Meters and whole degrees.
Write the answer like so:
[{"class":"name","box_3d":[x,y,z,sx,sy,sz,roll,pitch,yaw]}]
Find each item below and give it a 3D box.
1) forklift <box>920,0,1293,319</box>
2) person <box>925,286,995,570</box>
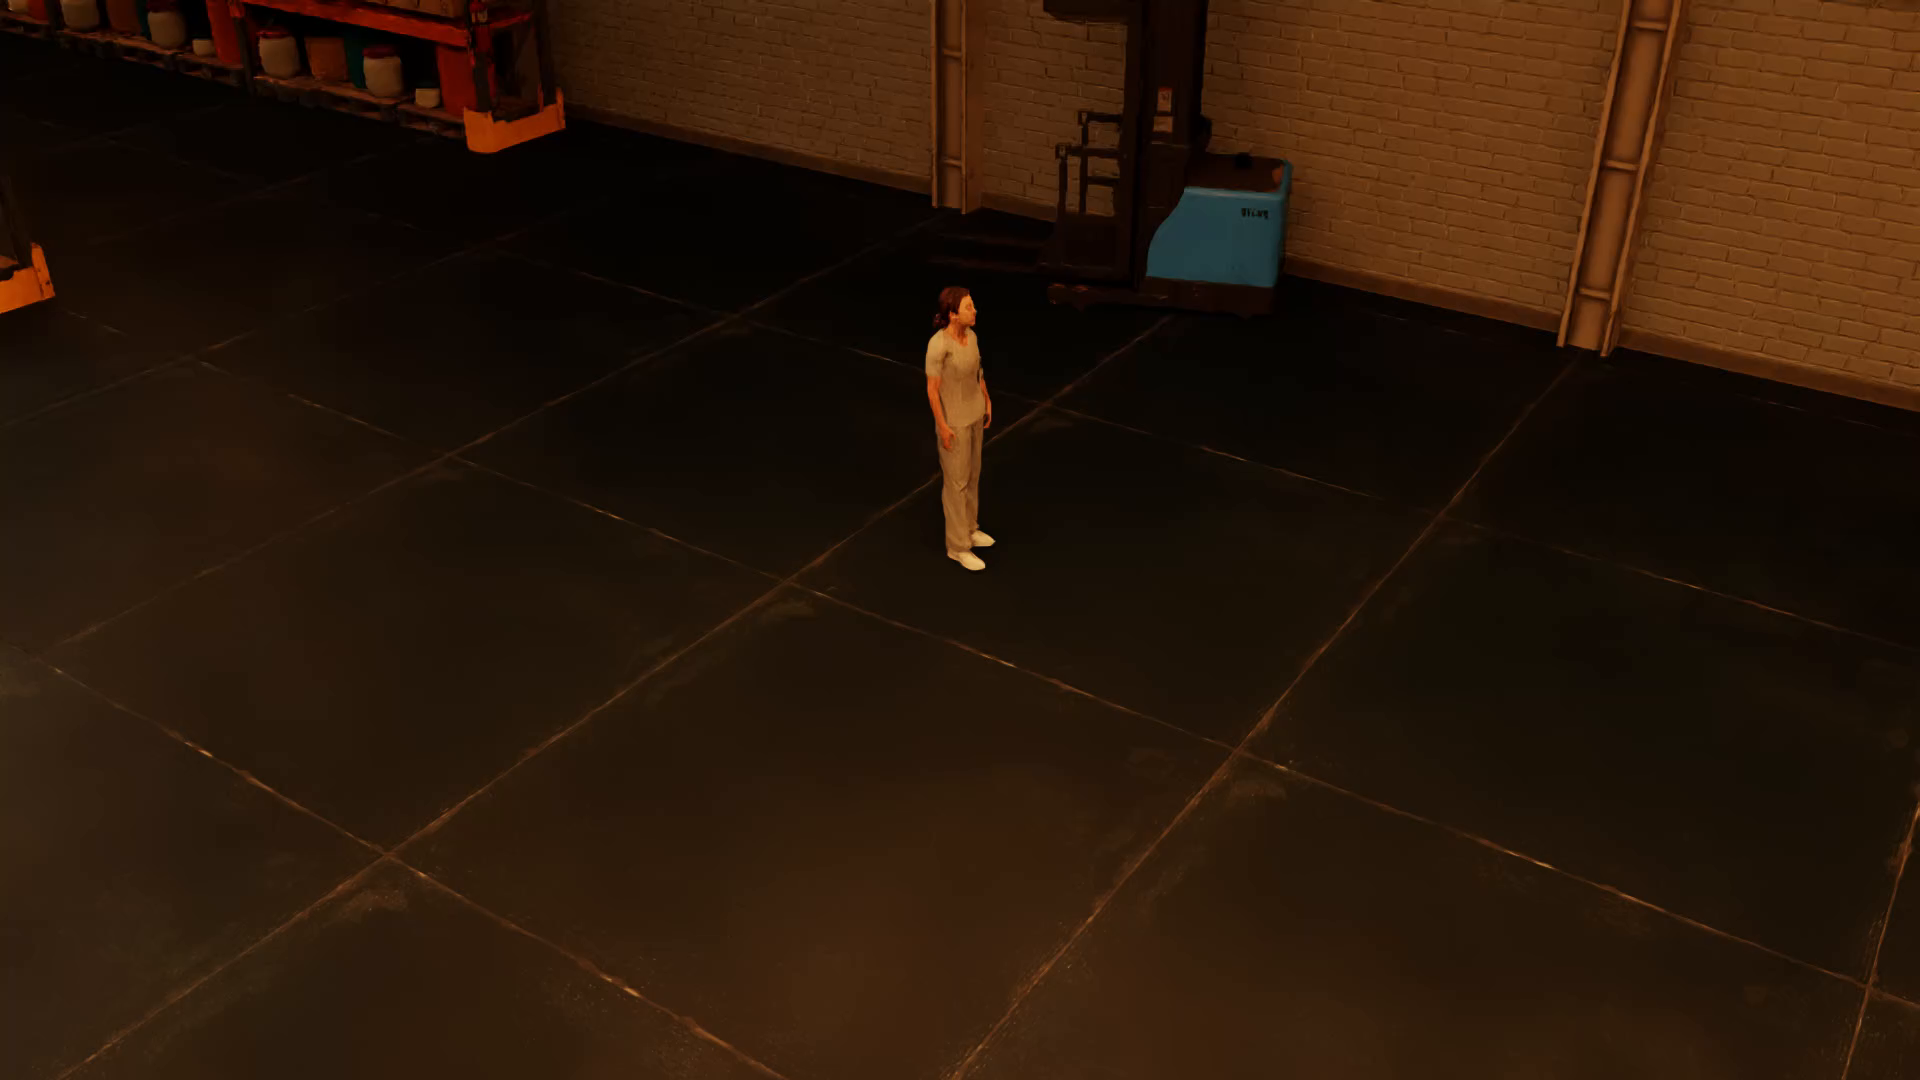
[{"class":"forklift","box_3d":[1.205,-3.459,13.538,3.031,2.935,1.130,7,31,12]},{"class":"person","box_3d":[0.054,-0.700,10.033,0.548,1.665,0.550,19,35,29]}]
